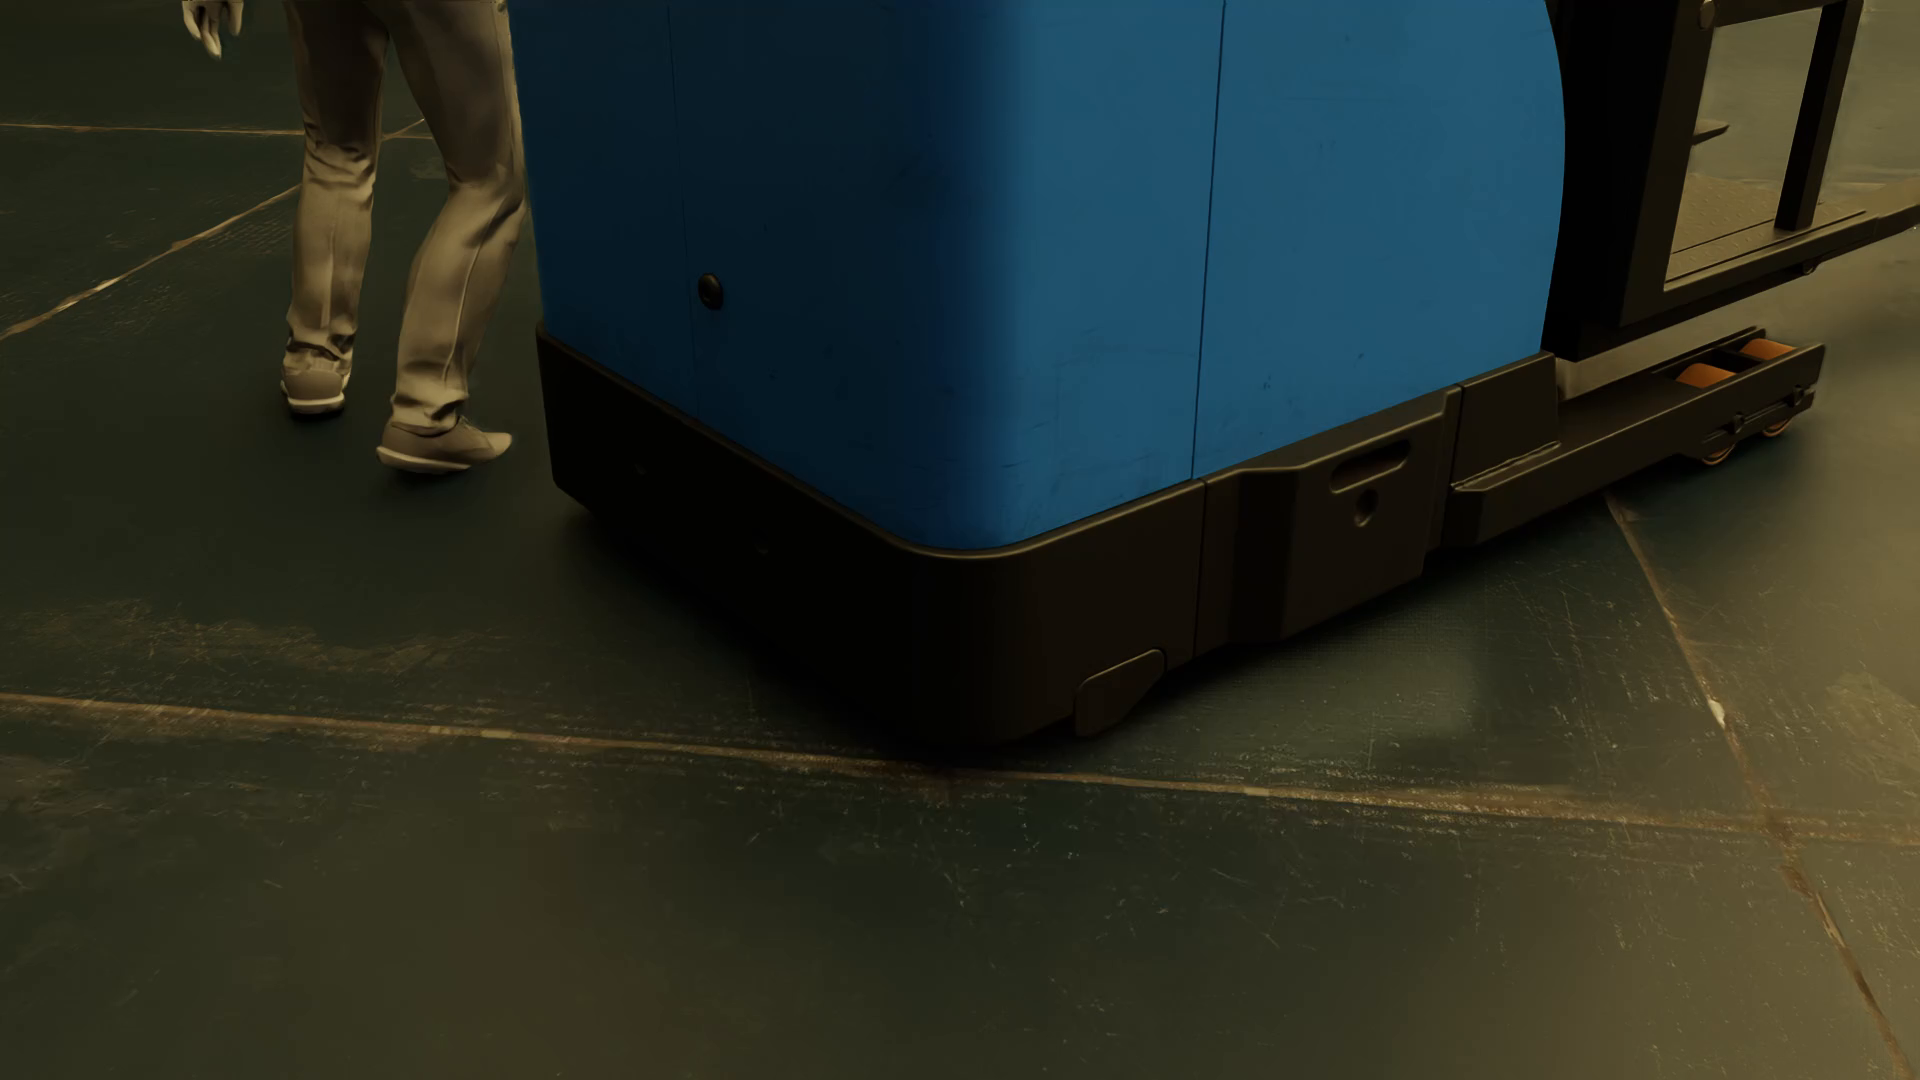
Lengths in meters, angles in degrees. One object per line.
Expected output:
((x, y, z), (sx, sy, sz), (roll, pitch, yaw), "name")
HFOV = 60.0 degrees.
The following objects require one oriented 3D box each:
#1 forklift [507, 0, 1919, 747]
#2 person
((0.846, -1.599, 2.421), (3.031, 2.935, 1.130), (-20, 33, -34), "forklift")
((-0.923, -0.890, 2.551), (0.802, 1.644, 0.454), (12, 29, 23), "person")
